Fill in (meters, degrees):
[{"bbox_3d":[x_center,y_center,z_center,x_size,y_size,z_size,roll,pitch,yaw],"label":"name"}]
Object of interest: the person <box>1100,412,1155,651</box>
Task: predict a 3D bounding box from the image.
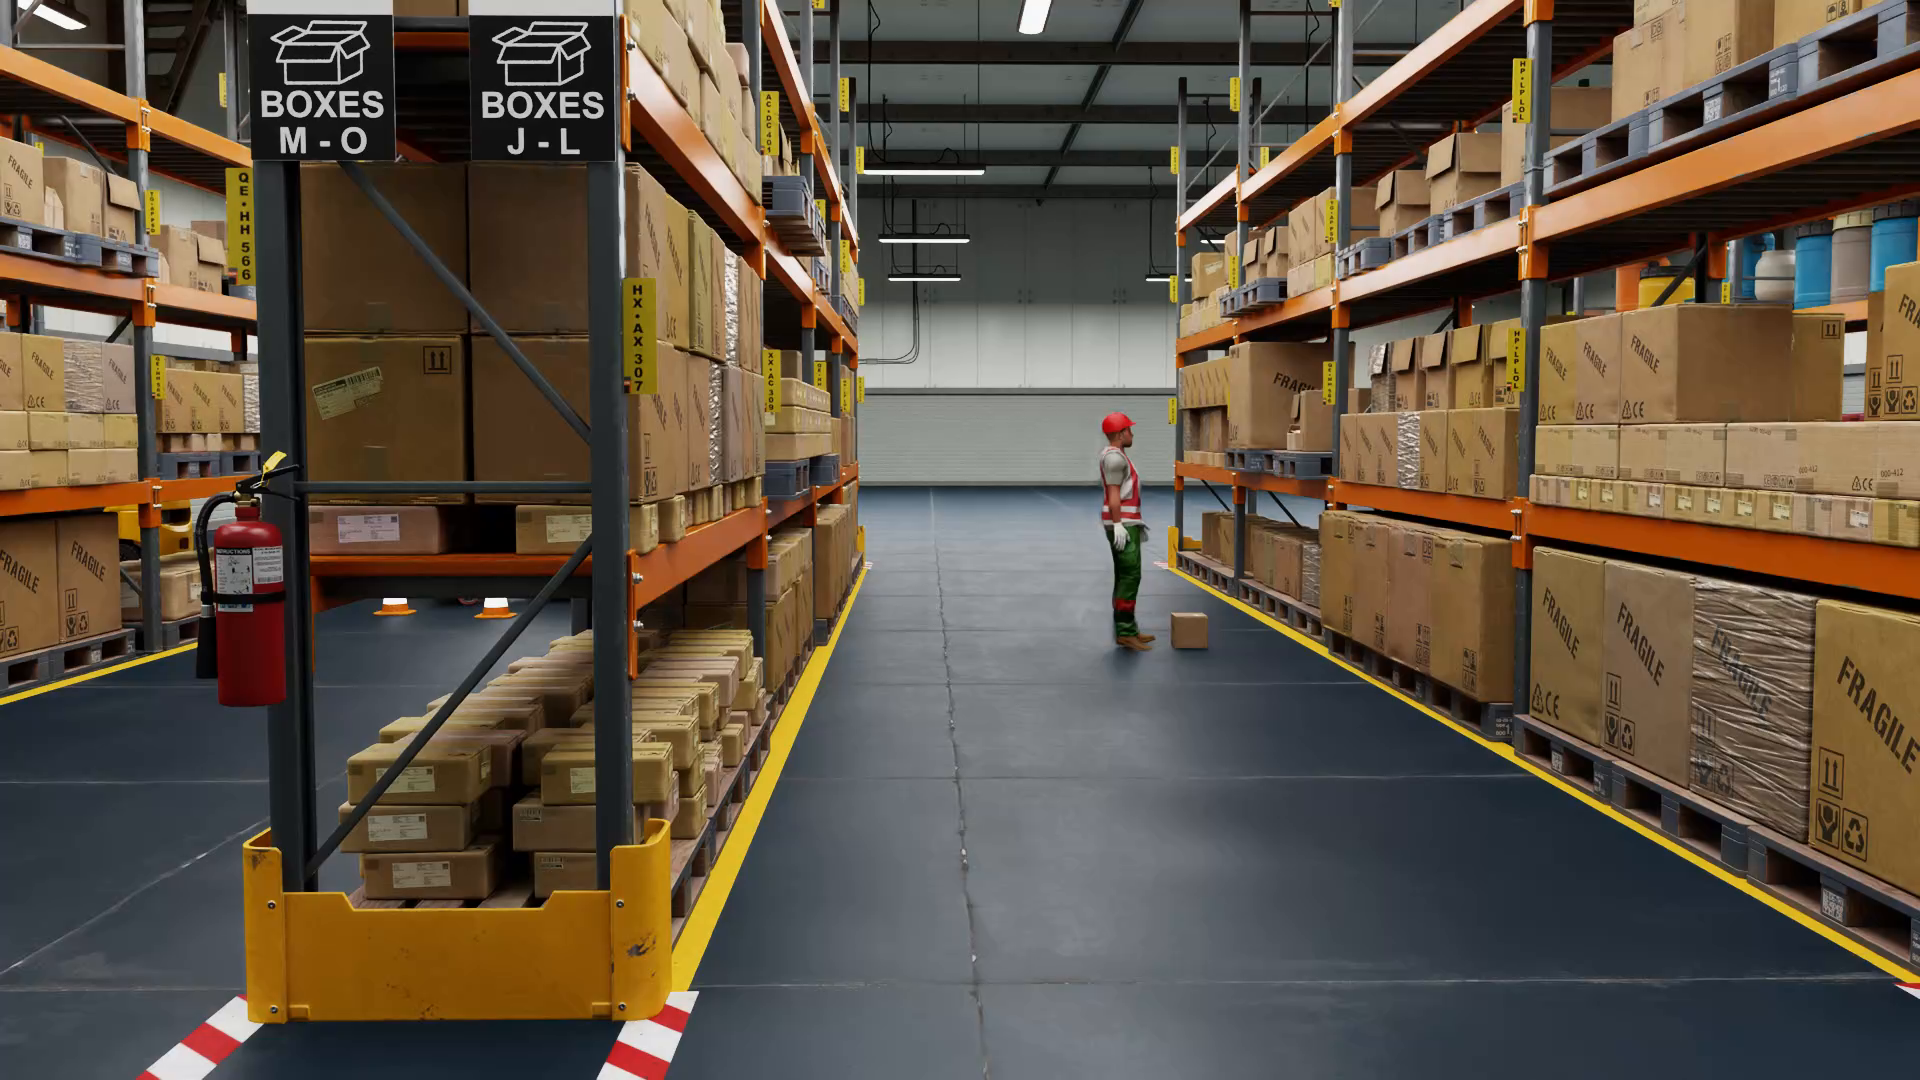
[{"bbox_3d":[1.302,-0.066,12.892,0.442,1.843,0.591,0,4,4],"label":"person"}]
